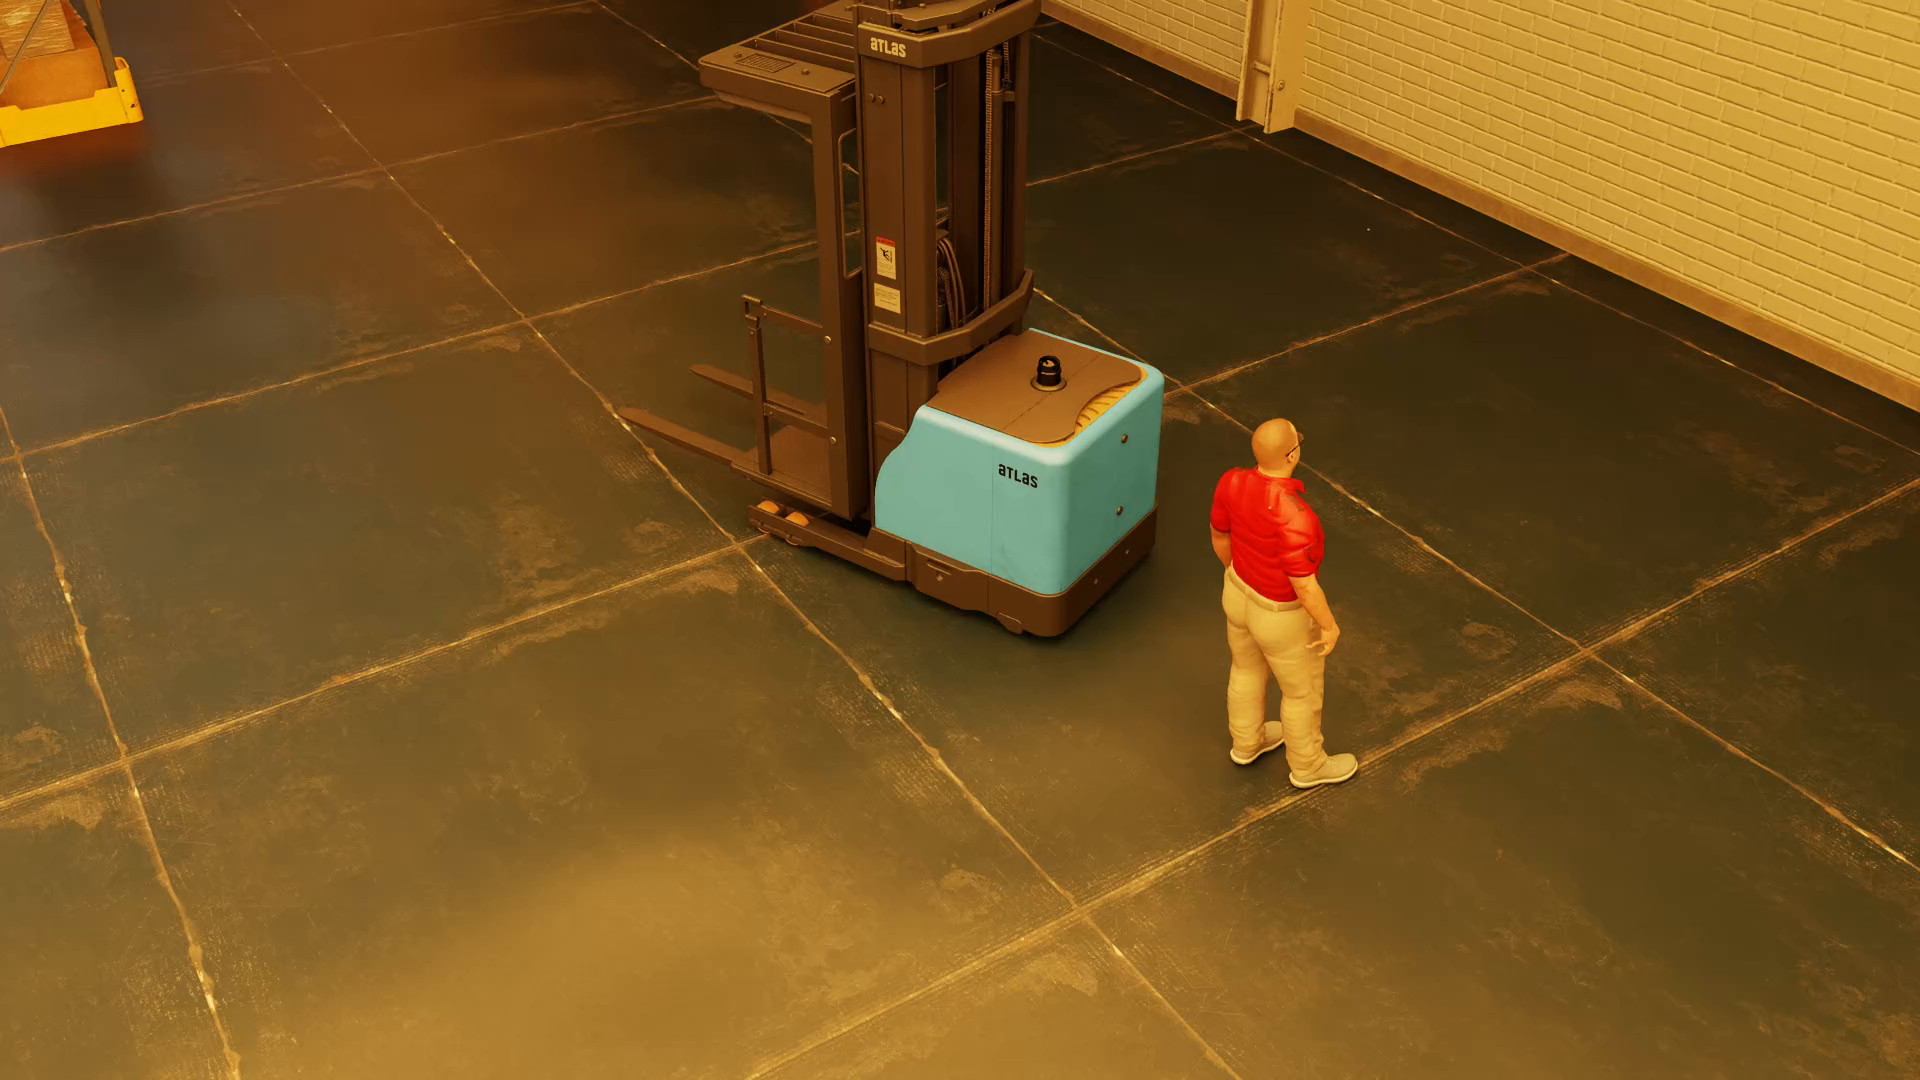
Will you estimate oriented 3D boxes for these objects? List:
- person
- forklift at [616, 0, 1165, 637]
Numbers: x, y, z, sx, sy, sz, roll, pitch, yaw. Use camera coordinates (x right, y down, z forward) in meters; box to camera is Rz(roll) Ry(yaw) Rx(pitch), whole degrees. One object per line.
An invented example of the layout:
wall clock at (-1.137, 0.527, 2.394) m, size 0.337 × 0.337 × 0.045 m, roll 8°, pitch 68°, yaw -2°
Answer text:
person at (1.353, 0.239, 6.840) m, size 0.551 × 1.727 × 0.641 m, roll -21°, pitch 40°, yaw -27°
forklift at (-0.500, -1.399, 8.138) m, size 3.031 × 2.935 × 1.130 m, roll 22°, pitch 41°, yaw 28°
